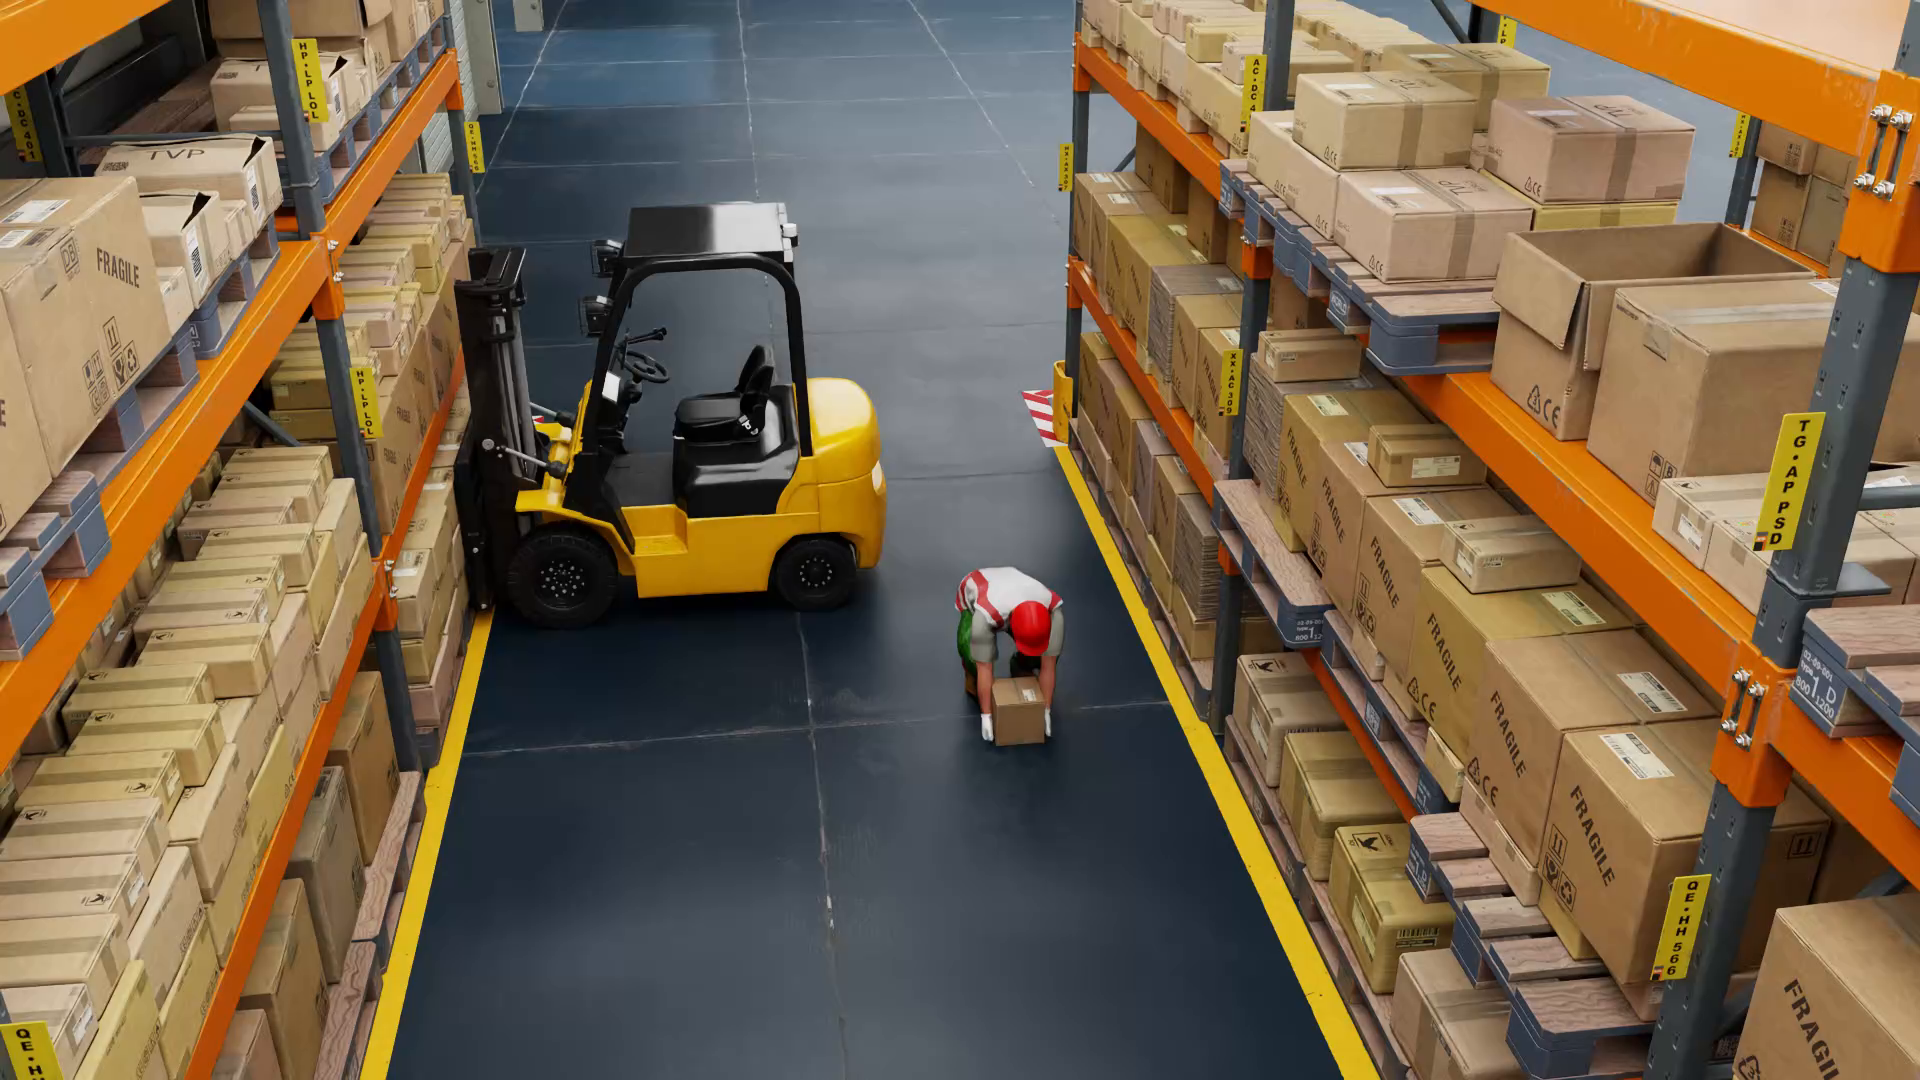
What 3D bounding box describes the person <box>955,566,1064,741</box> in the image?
[{"bbox_3d":[0.255,0.545,8.731,0.534,0.864,0.930,-5,27,-9],"label":"person"}]
